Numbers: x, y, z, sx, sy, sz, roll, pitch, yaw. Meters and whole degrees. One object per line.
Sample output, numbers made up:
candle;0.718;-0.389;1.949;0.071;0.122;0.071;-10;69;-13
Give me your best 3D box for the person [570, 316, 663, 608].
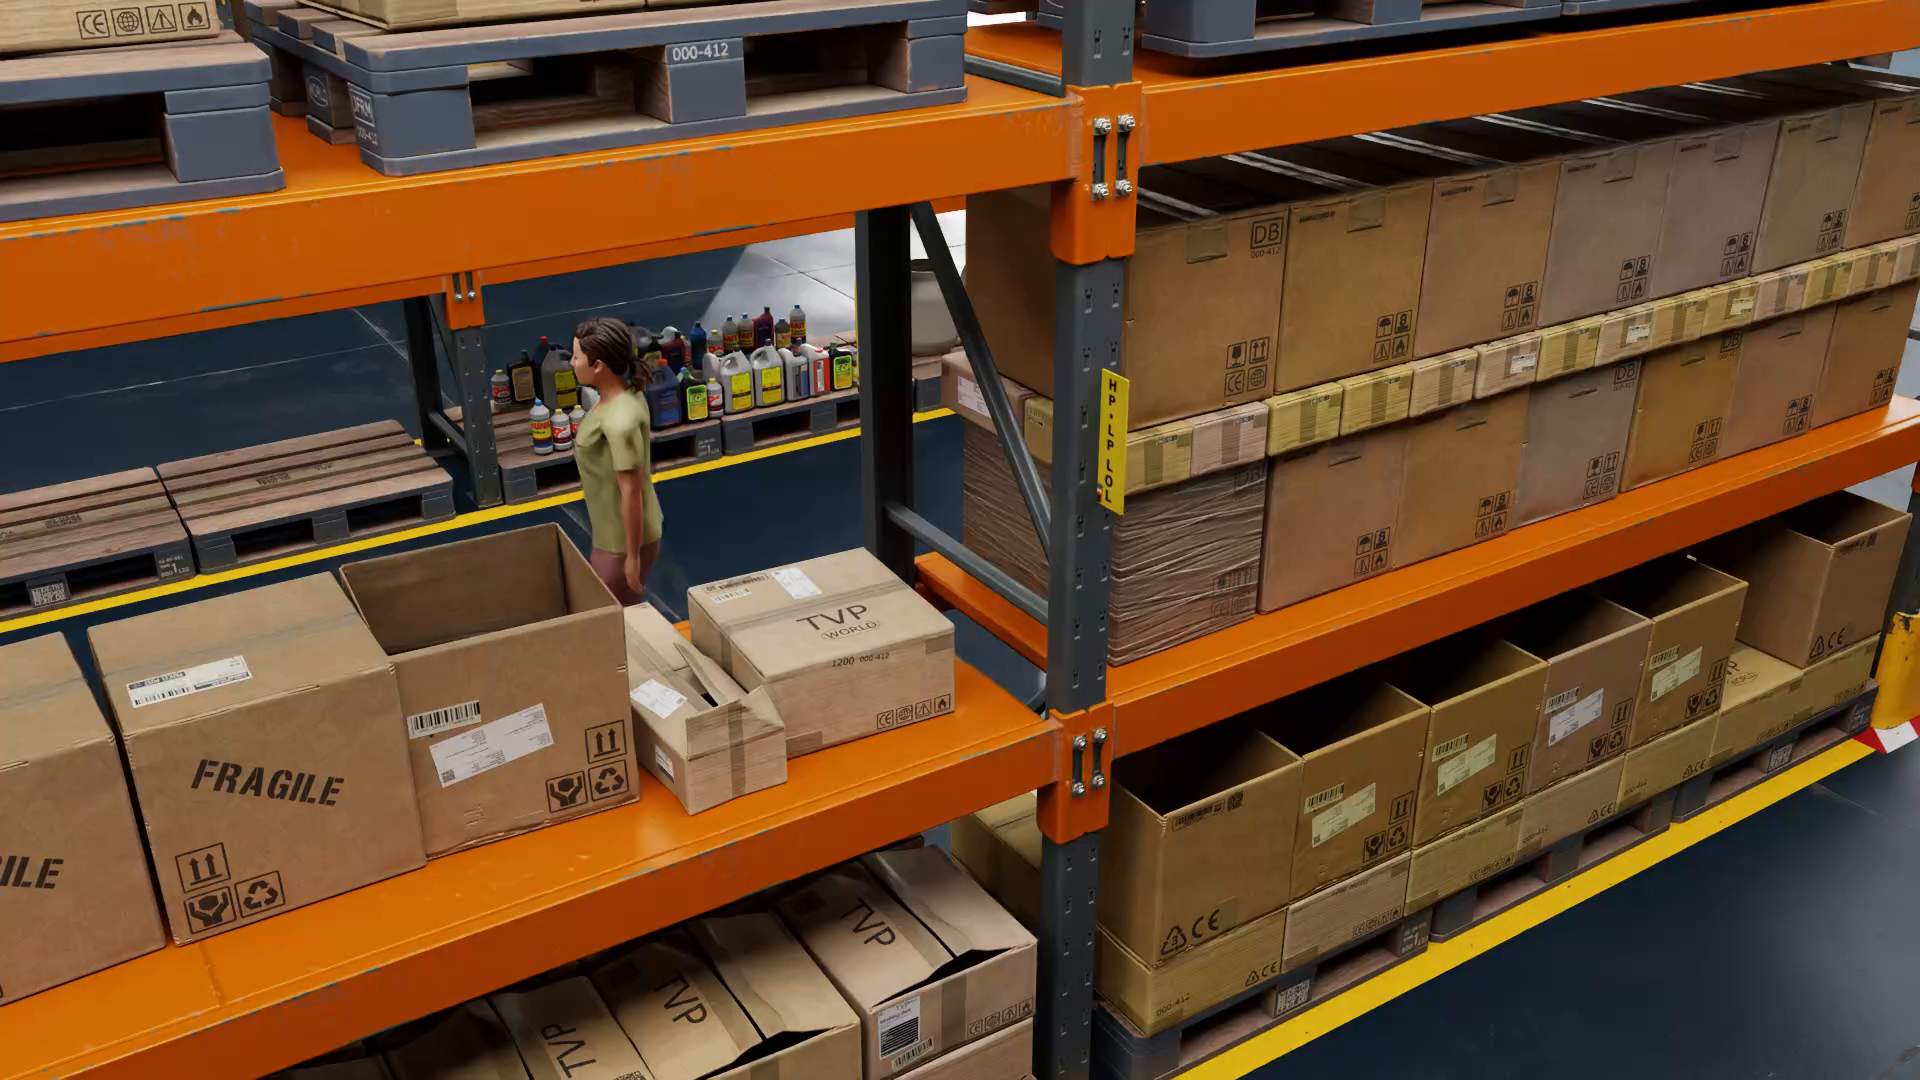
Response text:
person;-1.178;-0.010;6.092;0.589;1.665;0.492;-4;26;-9
